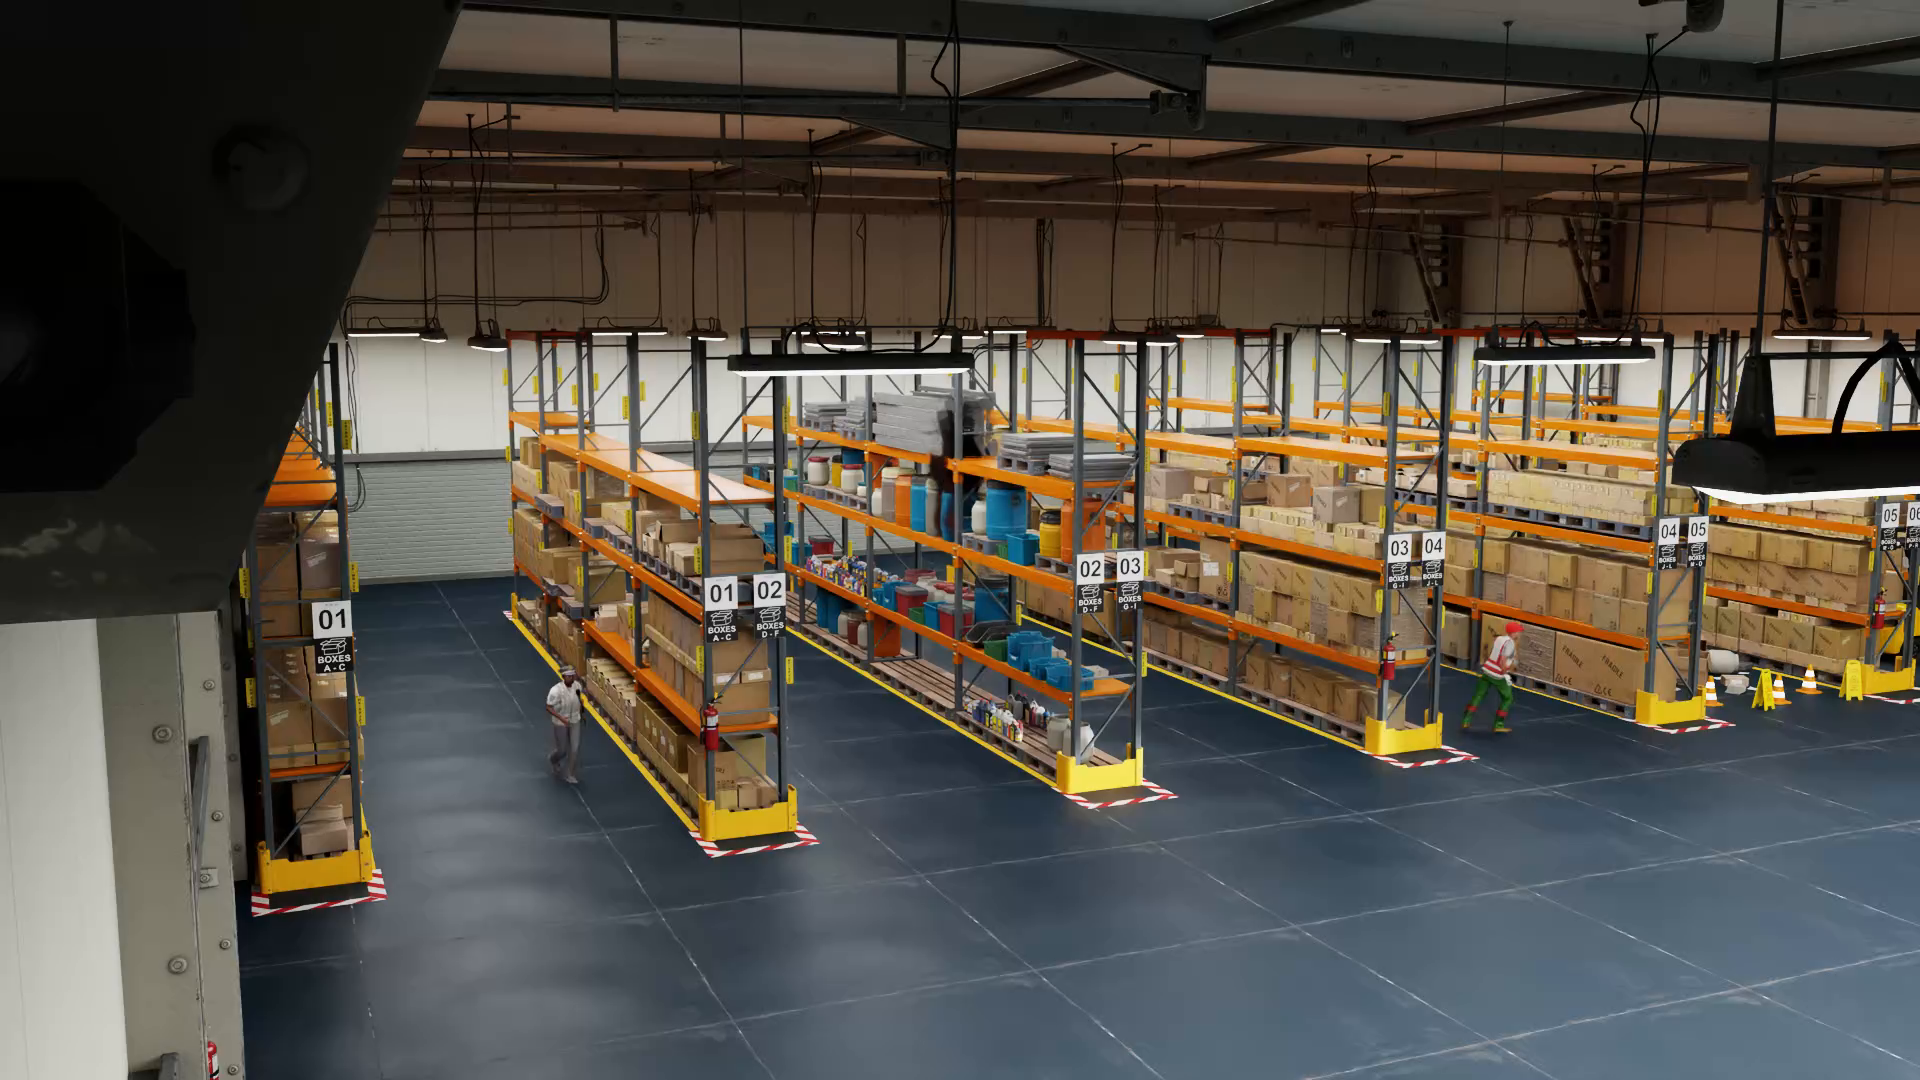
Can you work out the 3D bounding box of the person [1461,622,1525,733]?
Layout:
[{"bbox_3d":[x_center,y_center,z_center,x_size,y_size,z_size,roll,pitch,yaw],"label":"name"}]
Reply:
[{"bbox_3d":[8.144,2.075,25.247,0.914,1.707,0.700,-3,8,-18],"label":"person"}]

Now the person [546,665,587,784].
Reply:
[{"bbox_3d":[-5.373,2.470,22.606,0.570,1.642,0.724,-5,9,-34],"label":"person"}]

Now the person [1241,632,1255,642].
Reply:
[{"bbox_3d":[5.519,1.235,31.029,0.657,1.737,0.648,-4,9,-27],"label":"person"}]
